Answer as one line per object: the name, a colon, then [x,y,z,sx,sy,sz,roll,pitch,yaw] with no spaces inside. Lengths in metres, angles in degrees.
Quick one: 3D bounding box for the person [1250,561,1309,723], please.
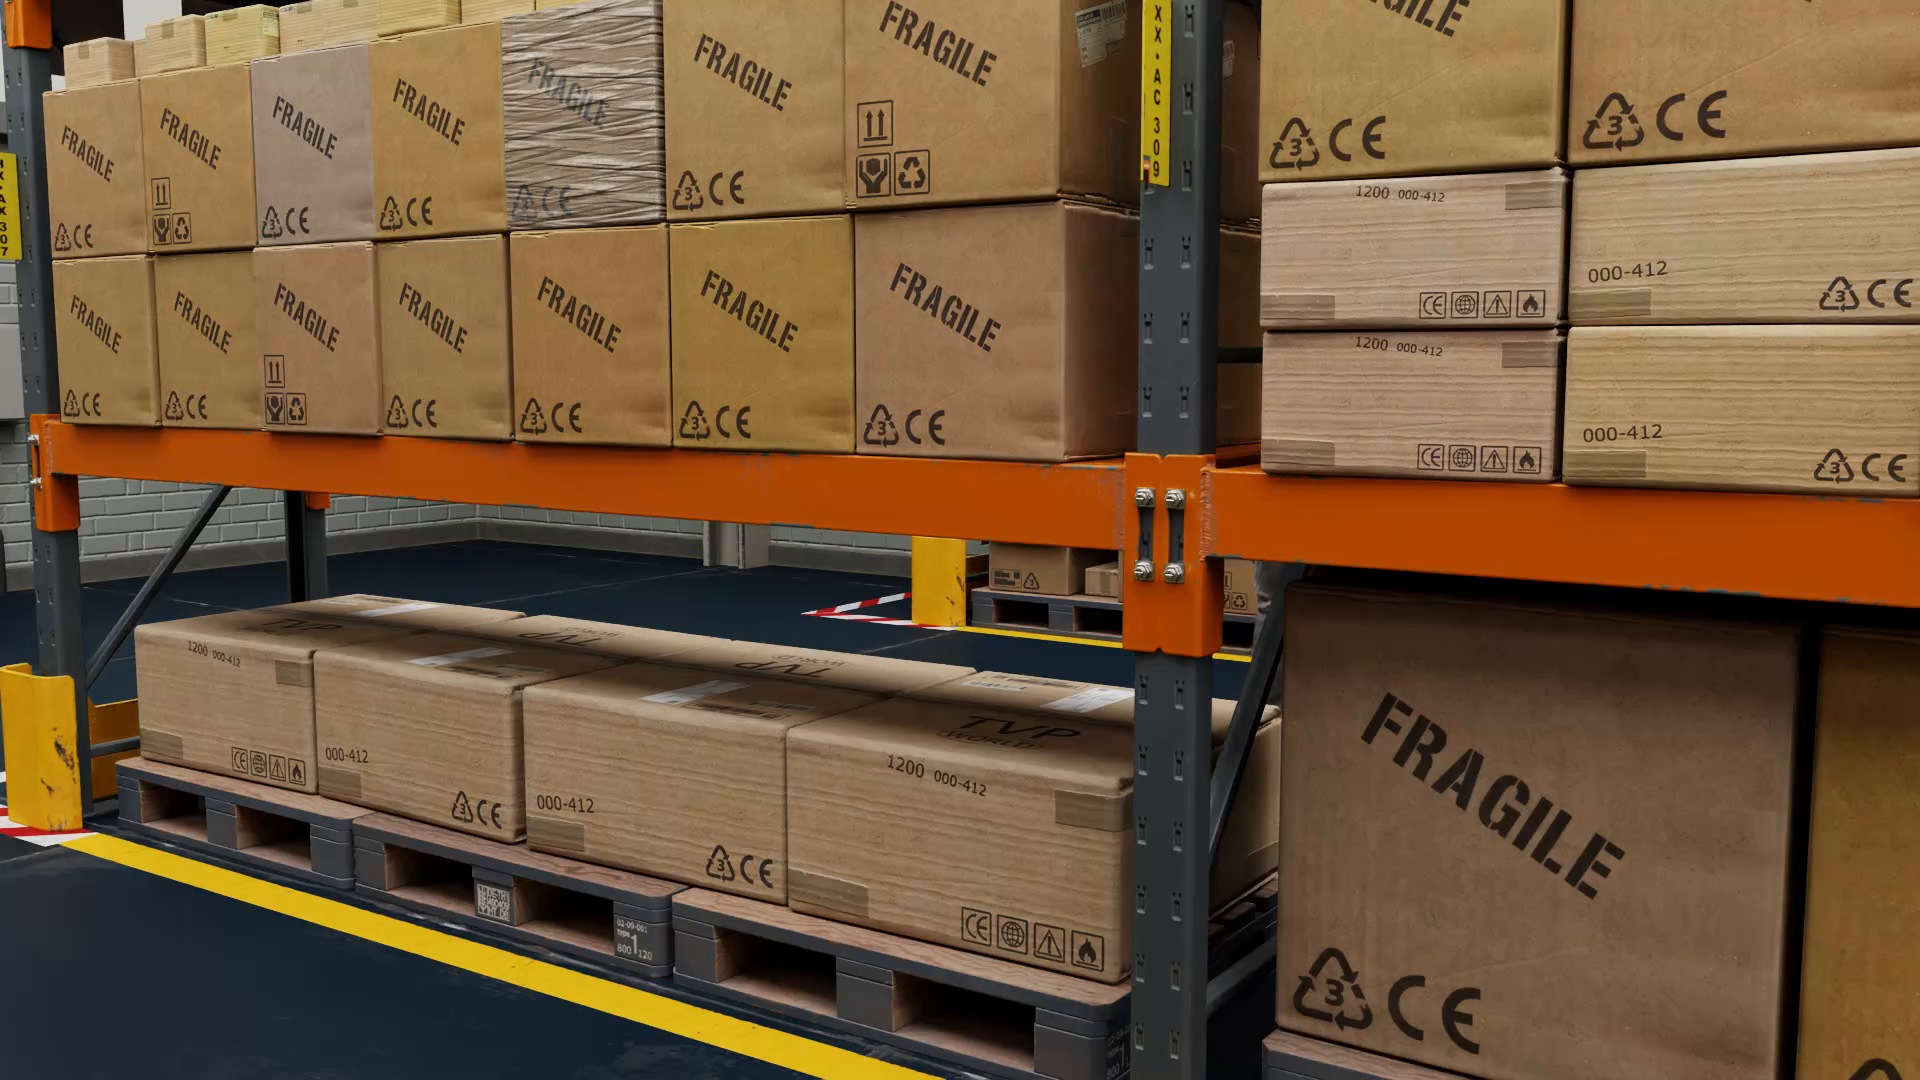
person: [1.333,-0.081,6.480,0.553,1.809,0.393,4,8,35]
